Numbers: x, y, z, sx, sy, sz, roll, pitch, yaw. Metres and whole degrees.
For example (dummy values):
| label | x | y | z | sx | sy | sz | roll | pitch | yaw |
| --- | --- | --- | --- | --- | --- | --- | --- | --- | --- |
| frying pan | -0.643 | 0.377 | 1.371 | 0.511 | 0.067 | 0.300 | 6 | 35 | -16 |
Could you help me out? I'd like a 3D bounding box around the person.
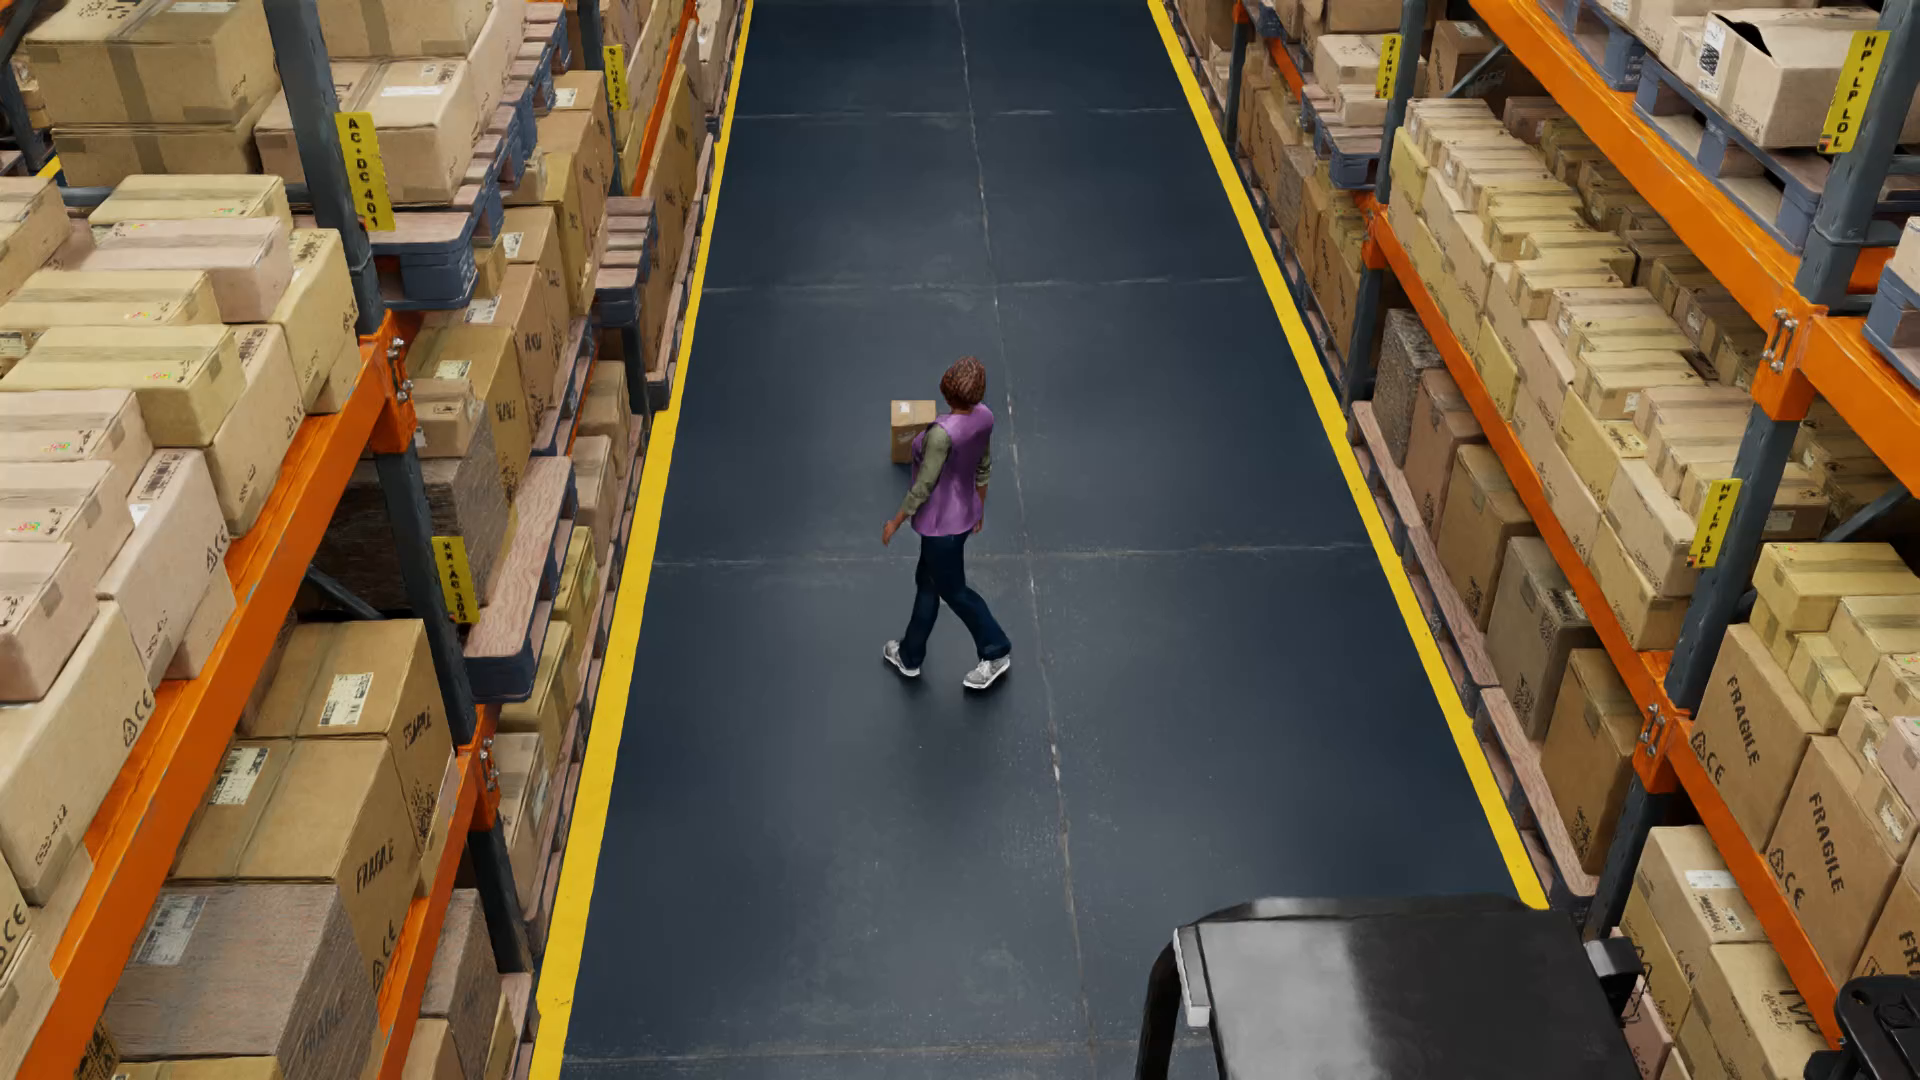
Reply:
| label | x | y | z | sx | sy | sz | roll | pitch | yaw |
| --- | --- | --- | --- | --- | --- | --- | --- | --- | --- |
| person | -0.049 | -0.077 | 7.334 | 0.613 | 1.559 | 0.467 | 13 | 38 | 17 |
